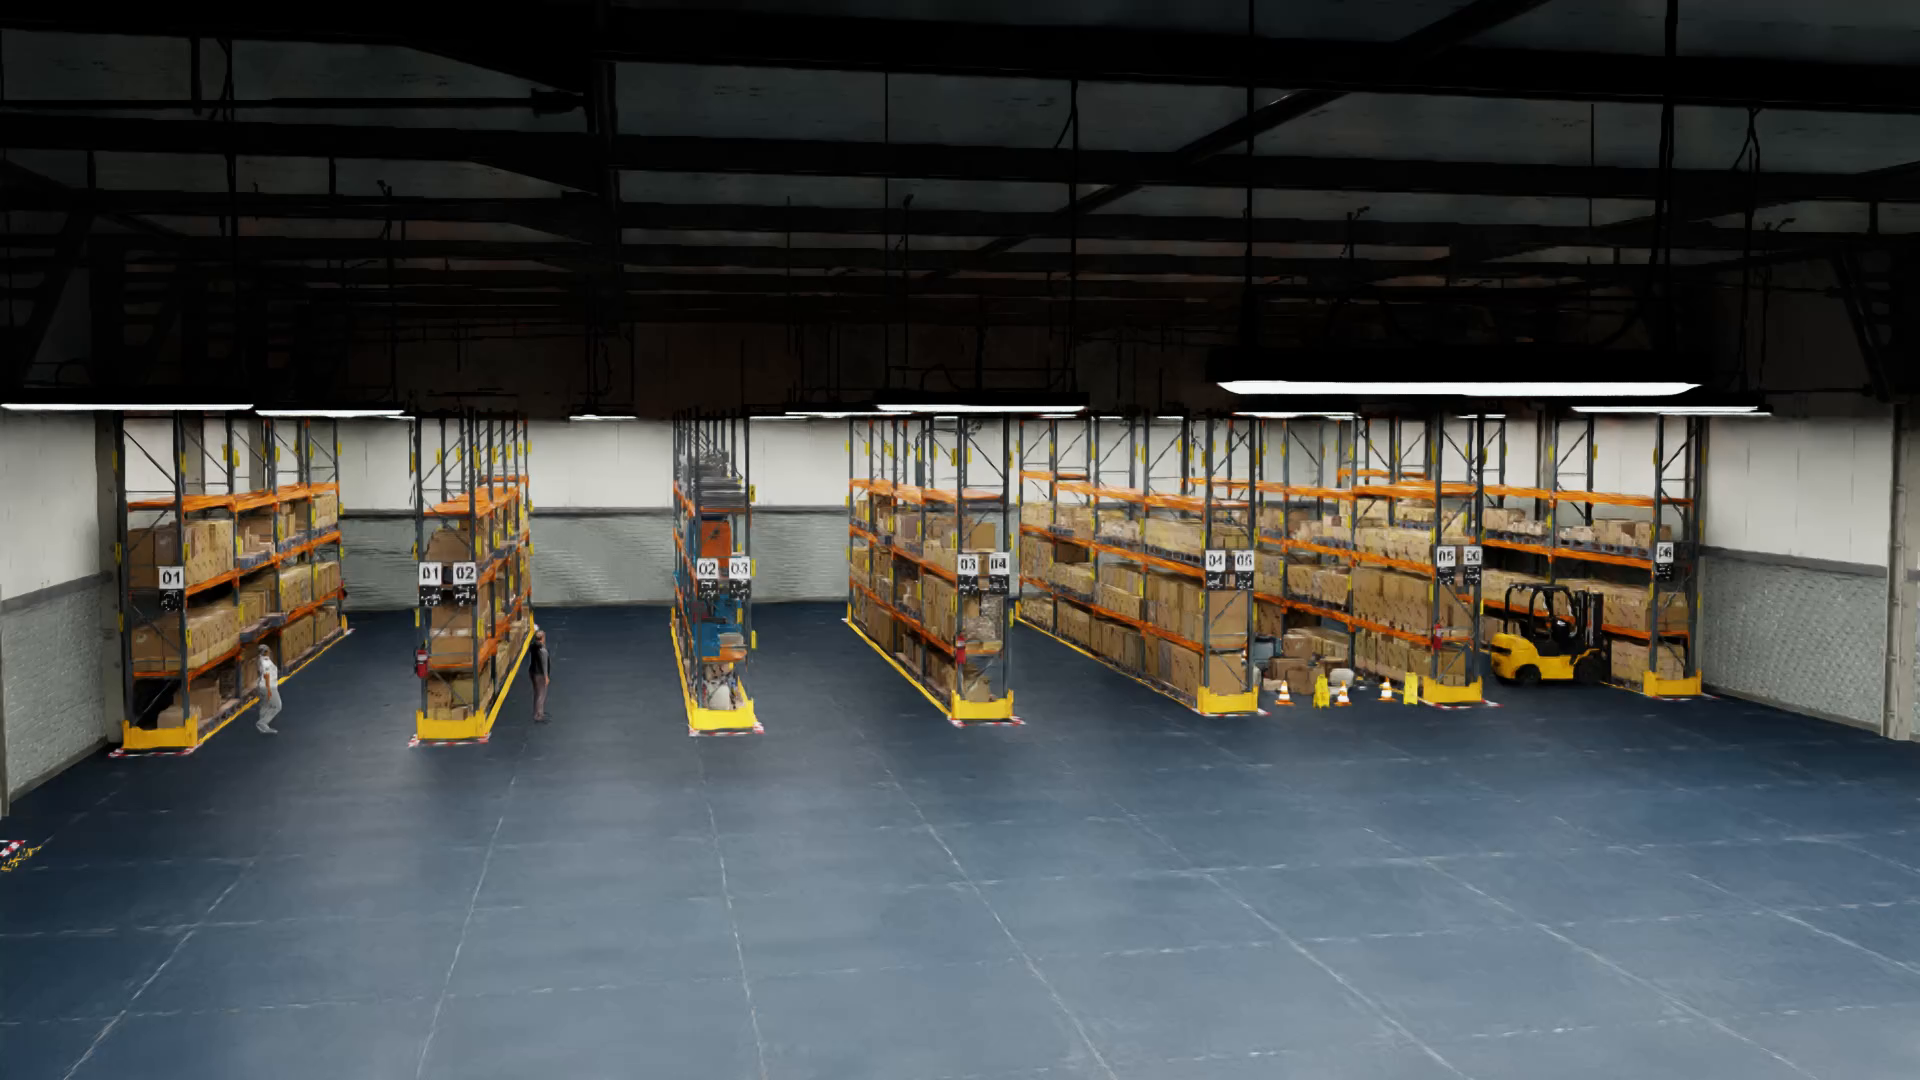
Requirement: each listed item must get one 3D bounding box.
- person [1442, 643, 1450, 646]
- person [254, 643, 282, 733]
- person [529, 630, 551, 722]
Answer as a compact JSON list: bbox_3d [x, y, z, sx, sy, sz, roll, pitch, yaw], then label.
[{"bbox_3d":[11.152,2.071,38.613,0.631,1.775,0.677,1,4,20],"label":"person"},{"bbox_3d":[-12.729,2.729,30.477,0.439,1.660,0.531,-3,5,-39],"label":"person"},{"bbox_3d":[-7.980,2.585,31.779,0.463,1.731,0.598,-3,5,-38],"label":"person"}]
